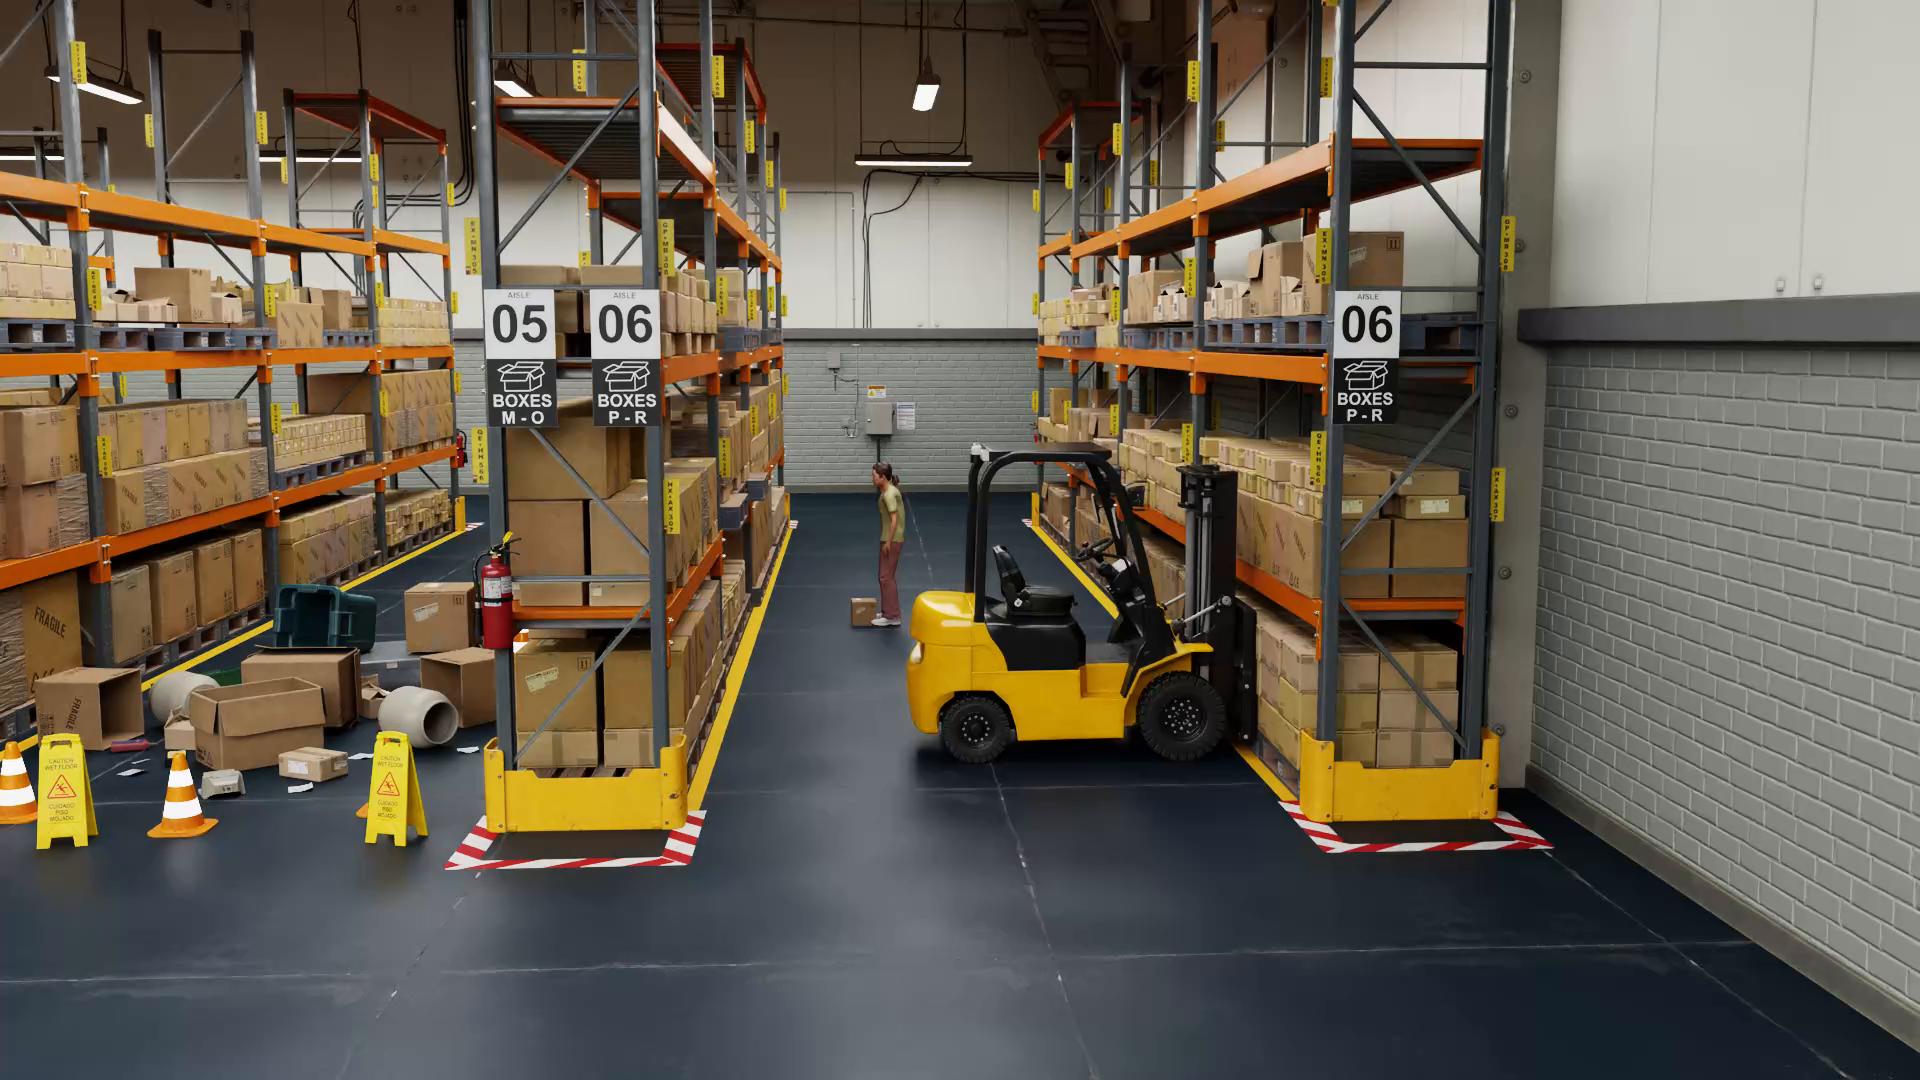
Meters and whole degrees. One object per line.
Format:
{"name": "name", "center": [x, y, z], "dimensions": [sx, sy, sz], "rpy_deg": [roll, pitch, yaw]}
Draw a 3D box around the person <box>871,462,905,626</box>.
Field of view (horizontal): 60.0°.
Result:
{"name": "person", "center": [-0.741, 0.029, 17.017], "dimensions": [0.359, 1.673, 0.498], "rpy_deg": [0, 7, -3]}
